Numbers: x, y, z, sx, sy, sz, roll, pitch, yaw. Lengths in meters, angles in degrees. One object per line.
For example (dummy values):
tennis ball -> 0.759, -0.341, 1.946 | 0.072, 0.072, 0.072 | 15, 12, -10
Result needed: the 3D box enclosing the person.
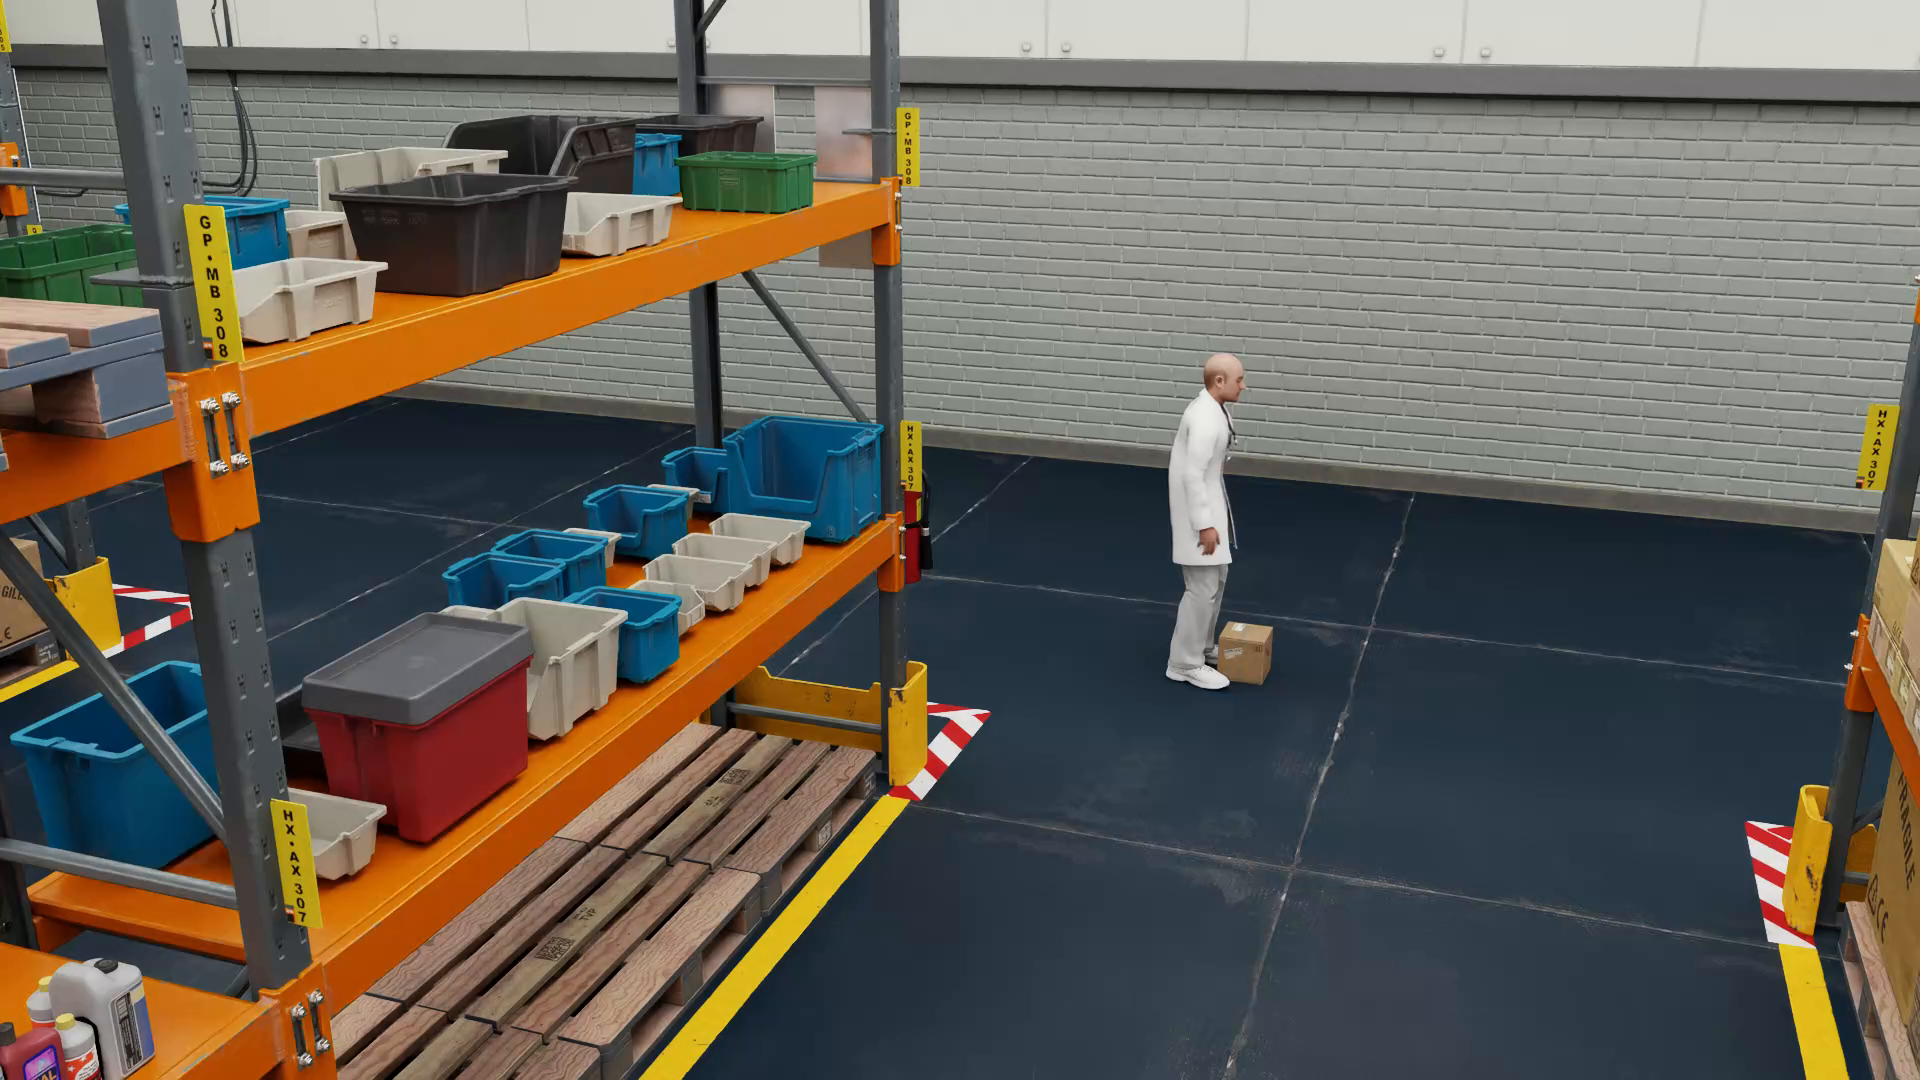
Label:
person -> 1.333, -0.131, 8.978 | 0.422, 1.774, 0.653 | 5, 19, 15
